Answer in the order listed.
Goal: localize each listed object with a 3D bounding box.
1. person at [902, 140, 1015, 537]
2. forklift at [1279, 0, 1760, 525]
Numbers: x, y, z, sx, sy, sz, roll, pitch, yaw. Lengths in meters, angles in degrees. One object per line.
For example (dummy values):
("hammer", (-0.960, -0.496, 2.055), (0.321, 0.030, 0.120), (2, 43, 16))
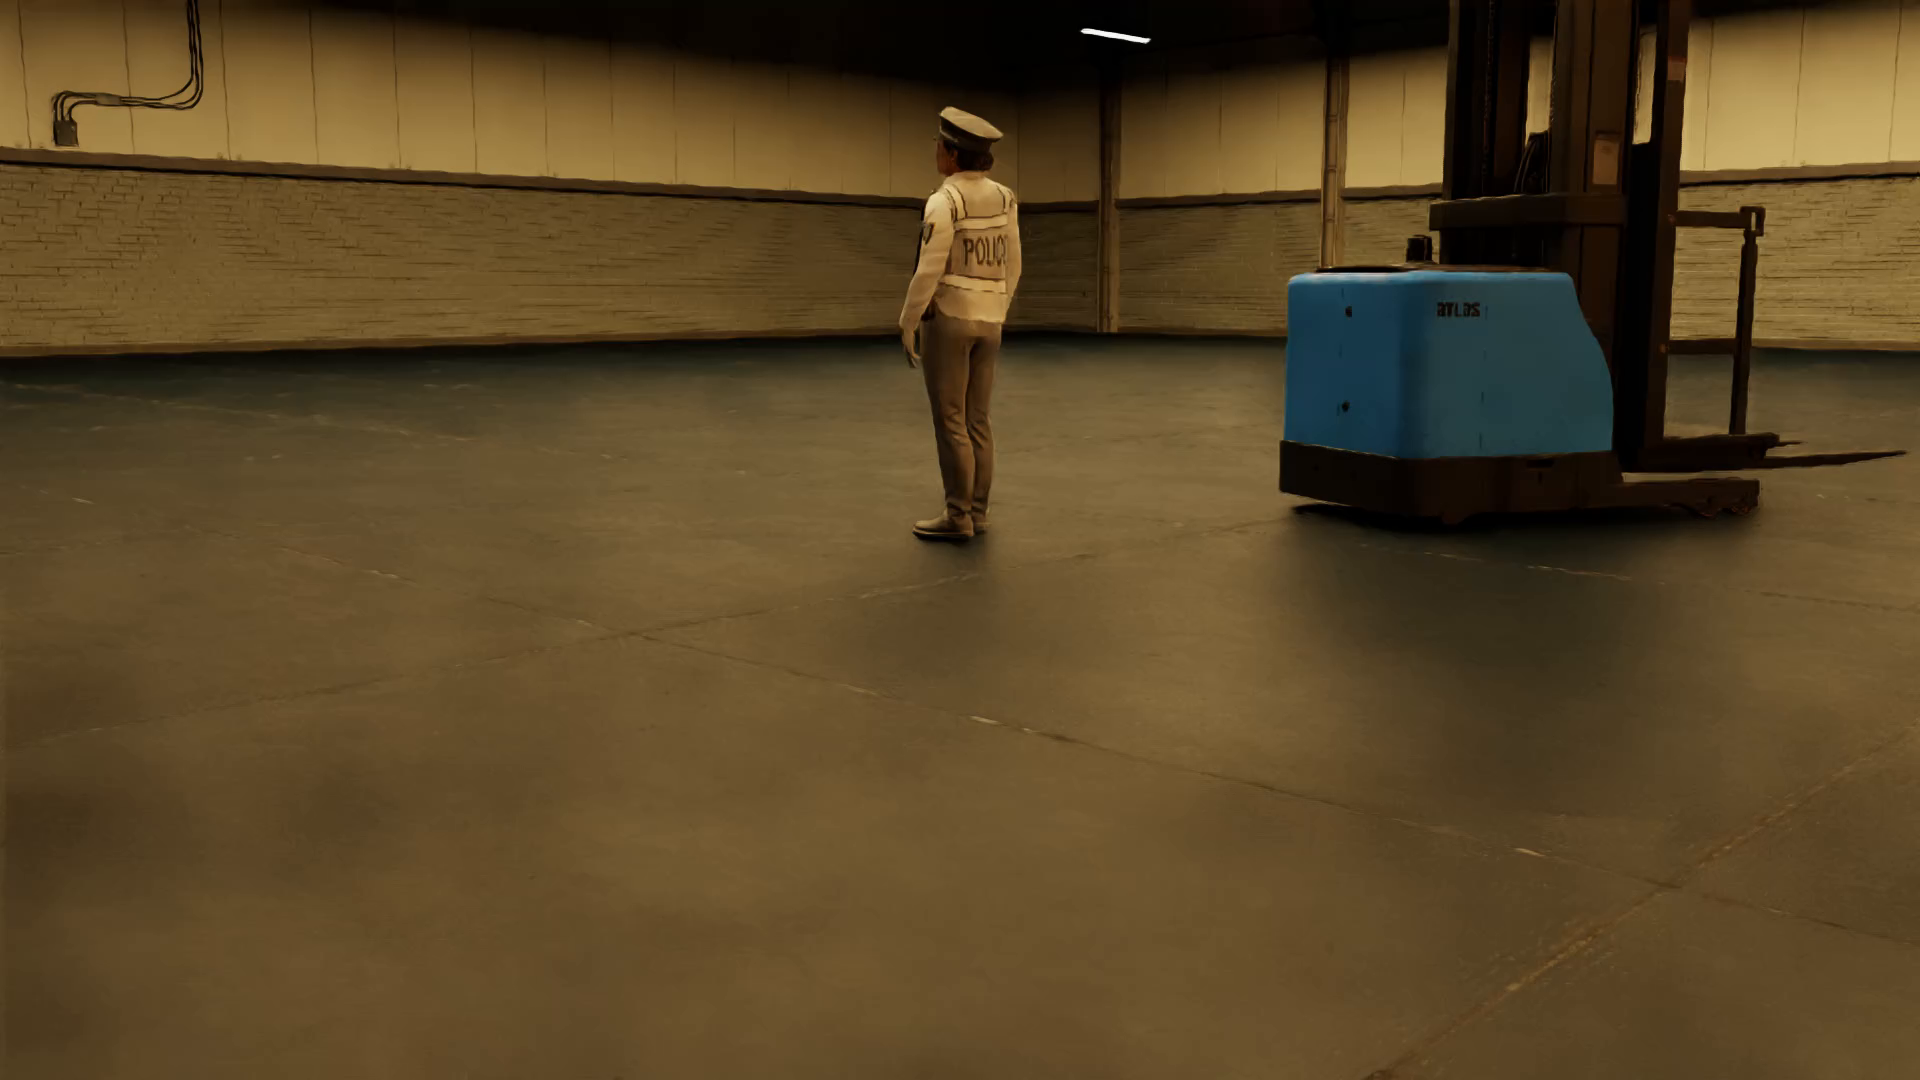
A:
("person", (-0.049, -0.834, 6.662), (0.500, 1.651, 0.568), (8, 12, 43))
("forklift", (2.549, -1.563, 7.466), (1.939, 2.867, 1.129), (-3, 9, -21))
